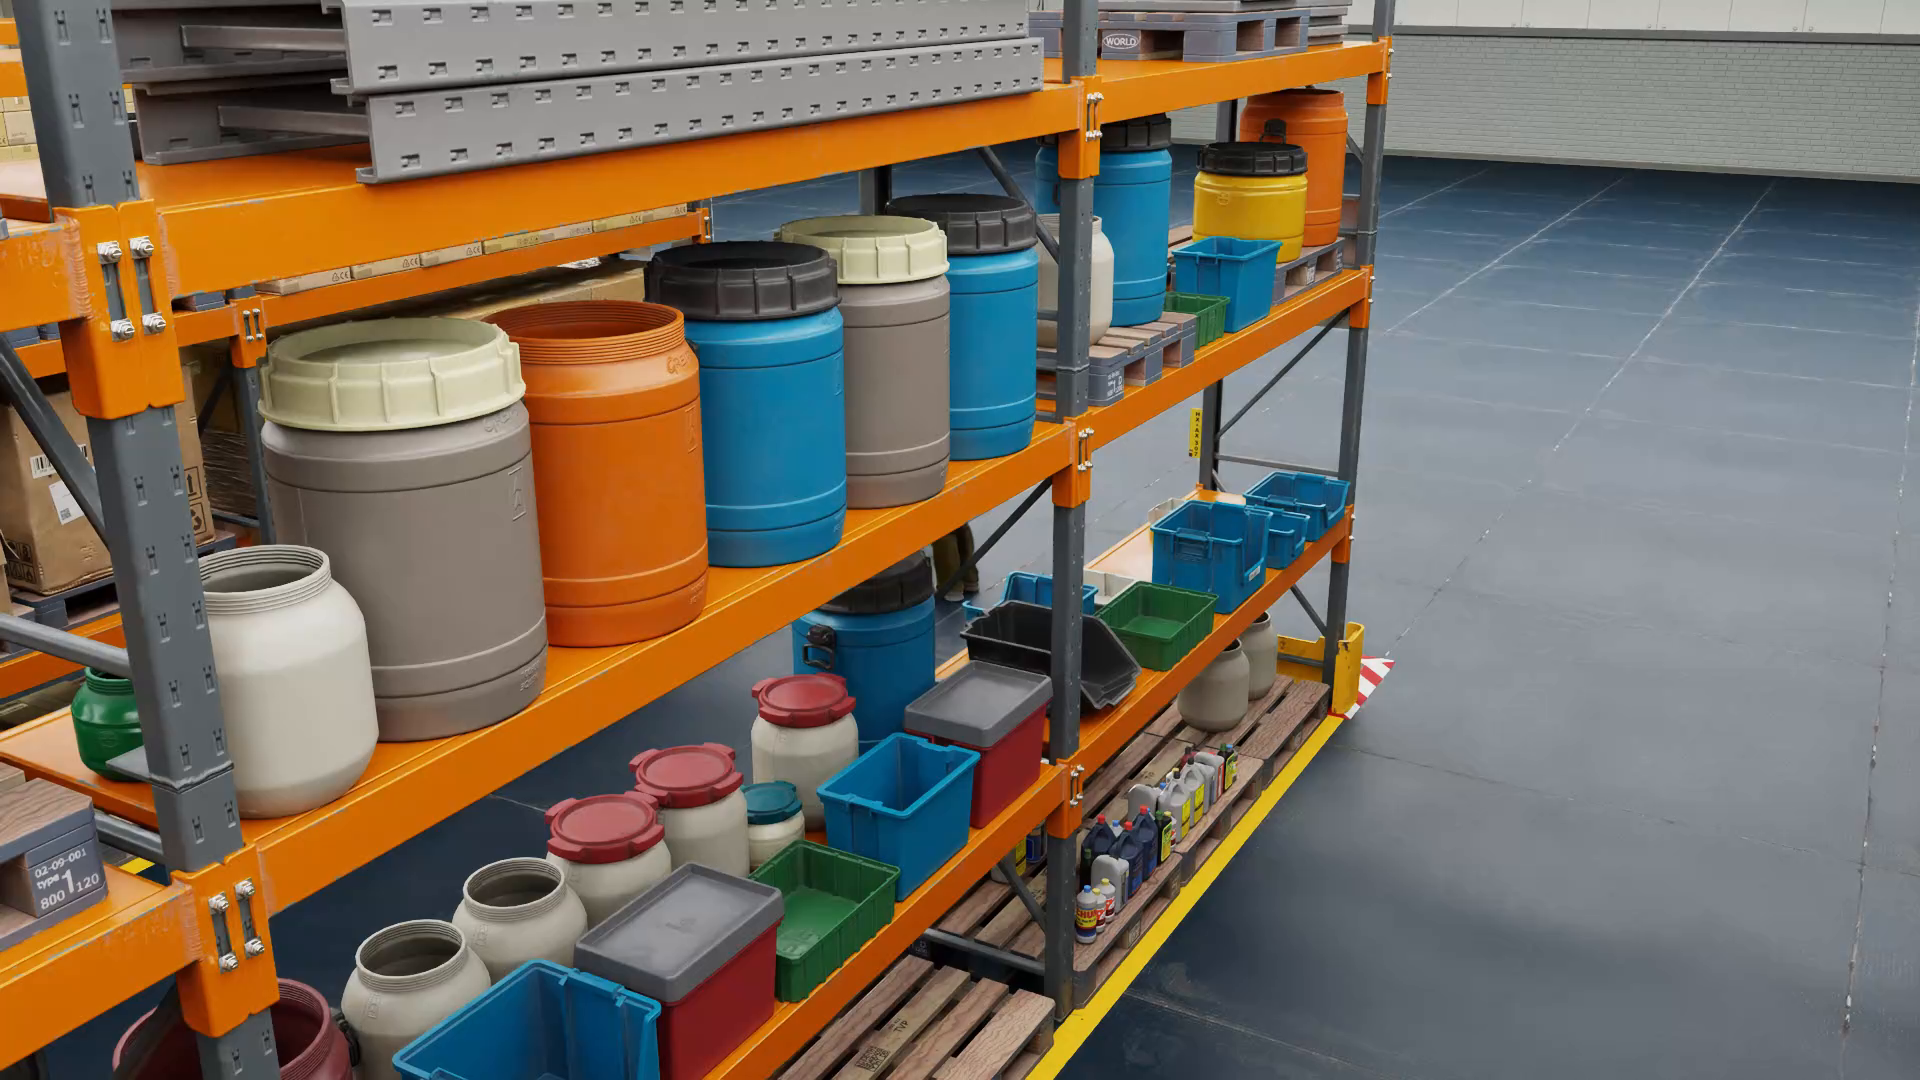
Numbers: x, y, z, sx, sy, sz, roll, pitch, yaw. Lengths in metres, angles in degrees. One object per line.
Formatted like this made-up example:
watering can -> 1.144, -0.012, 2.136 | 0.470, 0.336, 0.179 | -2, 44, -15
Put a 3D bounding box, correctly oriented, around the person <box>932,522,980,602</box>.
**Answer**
person -> -0.149, -0.447, 12.383 | 0.554, 1.779, 0.525 | 10, 22, 27
